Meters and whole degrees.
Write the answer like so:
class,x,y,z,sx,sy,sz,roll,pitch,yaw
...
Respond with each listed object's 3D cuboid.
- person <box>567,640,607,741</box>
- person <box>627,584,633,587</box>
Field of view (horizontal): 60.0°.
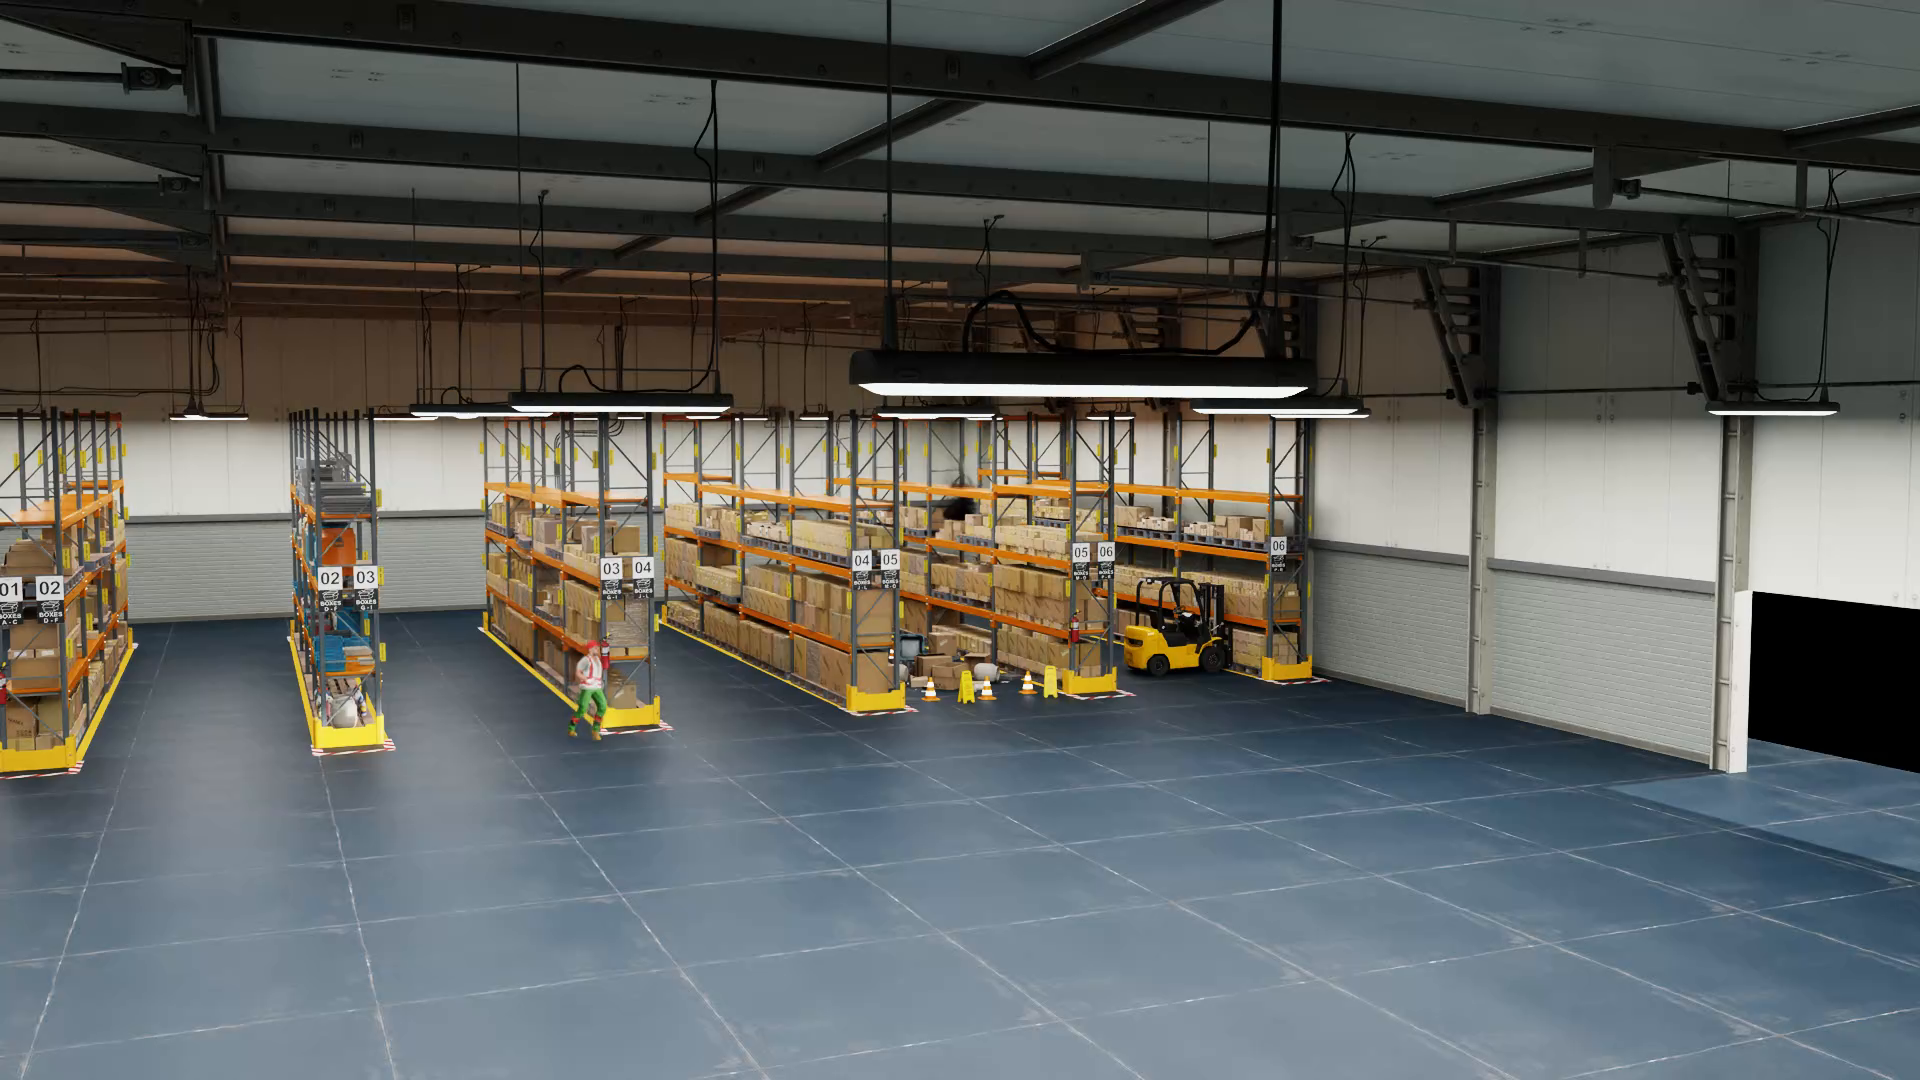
class,x,y,z,sx,sy,sz,roll,pitch,yaw
person,-6.721,2.728,30.261,0.706,1.802,0.718,3,5,33
person,-8.799,1.641,45.221,0.685,1.814,0.875,-1,4,-20
